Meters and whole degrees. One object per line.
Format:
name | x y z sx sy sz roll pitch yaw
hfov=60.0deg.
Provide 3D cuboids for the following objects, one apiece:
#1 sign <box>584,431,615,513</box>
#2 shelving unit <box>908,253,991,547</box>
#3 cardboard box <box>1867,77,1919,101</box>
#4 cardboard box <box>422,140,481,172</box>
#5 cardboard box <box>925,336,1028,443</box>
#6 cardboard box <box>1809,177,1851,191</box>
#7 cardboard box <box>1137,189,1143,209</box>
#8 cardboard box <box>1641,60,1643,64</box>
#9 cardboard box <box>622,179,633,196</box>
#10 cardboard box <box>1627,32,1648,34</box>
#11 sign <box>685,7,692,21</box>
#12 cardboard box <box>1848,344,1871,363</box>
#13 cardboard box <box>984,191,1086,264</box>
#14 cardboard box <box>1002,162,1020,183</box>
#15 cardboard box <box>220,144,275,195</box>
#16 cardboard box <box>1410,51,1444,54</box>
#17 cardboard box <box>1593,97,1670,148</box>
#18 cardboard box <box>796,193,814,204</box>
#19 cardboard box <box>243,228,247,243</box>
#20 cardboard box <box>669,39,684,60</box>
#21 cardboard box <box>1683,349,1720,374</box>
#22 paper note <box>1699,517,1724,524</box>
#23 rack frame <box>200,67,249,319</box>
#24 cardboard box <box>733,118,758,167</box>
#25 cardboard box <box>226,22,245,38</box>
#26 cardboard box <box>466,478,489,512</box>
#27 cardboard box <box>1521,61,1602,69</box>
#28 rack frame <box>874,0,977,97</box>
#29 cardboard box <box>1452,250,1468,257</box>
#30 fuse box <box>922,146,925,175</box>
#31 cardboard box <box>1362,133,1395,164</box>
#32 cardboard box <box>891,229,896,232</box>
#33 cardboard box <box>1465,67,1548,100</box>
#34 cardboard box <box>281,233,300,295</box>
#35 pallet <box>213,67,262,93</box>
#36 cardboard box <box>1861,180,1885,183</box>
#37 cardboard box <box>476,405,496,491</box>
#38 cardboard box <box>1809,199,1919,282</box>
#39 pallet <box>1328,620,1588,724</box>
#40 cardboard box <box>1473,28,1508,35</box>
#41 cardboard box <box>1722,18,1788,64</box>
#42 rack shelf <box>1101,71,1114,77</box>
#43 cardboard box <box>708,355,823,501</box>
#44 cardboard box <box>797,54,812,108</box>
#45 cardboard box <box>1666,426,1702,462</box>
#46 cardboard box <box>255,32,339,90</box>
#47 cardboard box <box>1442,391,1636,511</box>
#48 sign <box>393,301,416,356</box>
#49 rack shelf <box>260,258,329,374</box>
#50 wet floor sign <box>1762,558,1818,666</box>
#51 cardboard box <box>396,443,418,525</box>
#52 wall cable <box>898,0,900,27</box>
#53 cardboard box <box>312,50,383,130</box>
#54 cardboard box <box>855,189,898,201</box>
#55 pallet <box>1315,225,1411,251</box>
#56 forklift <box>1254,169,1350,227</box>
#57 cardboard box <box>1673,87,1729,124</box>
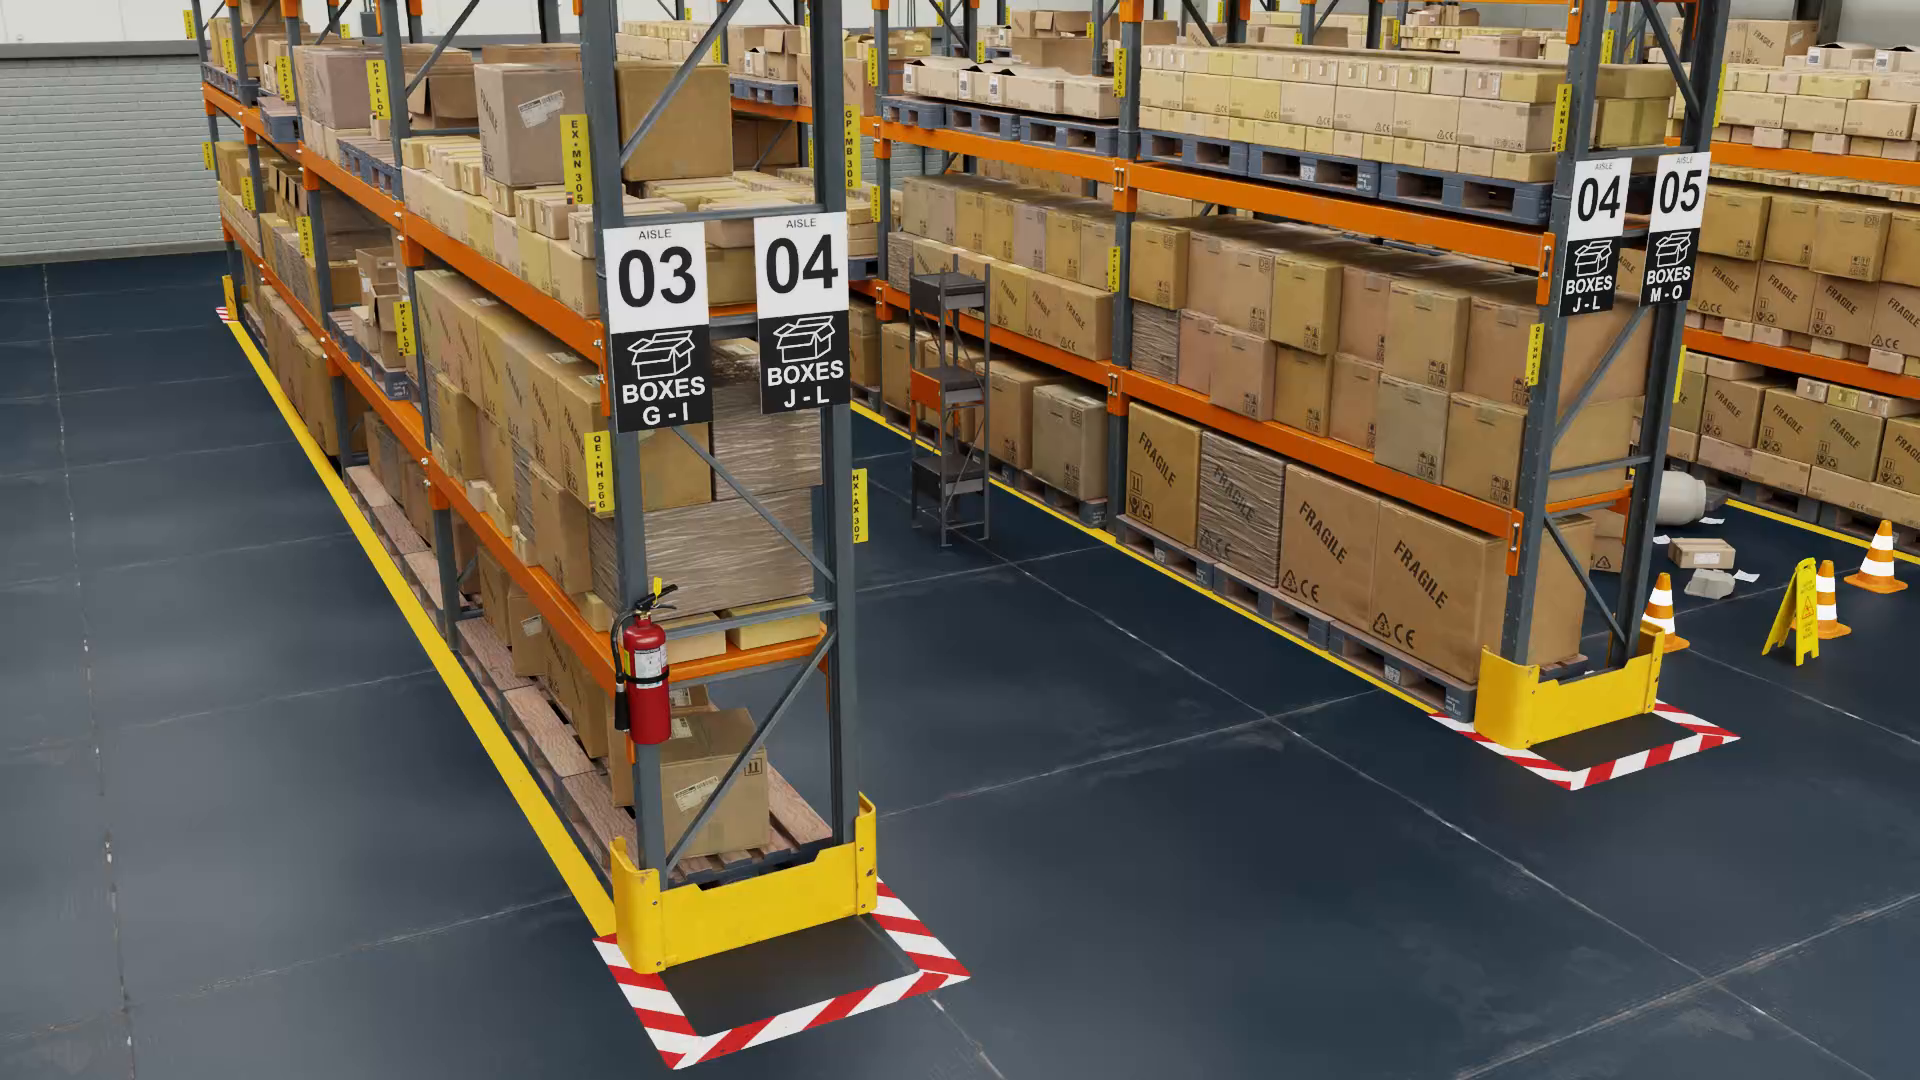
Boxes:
sign | -1.419 -0.267 6.547 0.100 0.325 0.005 -10 21 -27
shelving unit | -0.079 -1.040 12.427 0.431 2.100 0.503 -10 21 -27
cardboard box | 6.868 -3.295 12.145 0.380 0.149 0.250 -11 22 -28
cardboard box | -2.751 -2.128 9.219 0.380 0.149 0.250 -11 22 -29
cardboard box | 0.322 -1.382 14.844 1.050 0.750 0.750 -10 21 -26
cardboard box | 9.391 -3.811 17.929 0.380 0.149 0.250 -11 22 -28
cardboard box | 2.326 -4.244 20.562 0.500 0.250 0.500 -11 22 -28
cardboard box | 7.911 -5.709 20.209 0.500 0.250 0.500 -11 22 -28
cardboard box | -1.436 -1.680 7.921 0.380 0.149 0.250 -11 22 -29
cardboard box | 8.342 -6.154 20.432 0.380 0.149 0.250 -10 21 -26
sign | -3.608 -6.900 22.072 0.100 0.325 0.005 -10 21 -27
cardboard box | 6.967 -1.438 12.586 0.380 0.149 0.250 -10 21 -26
cardboard box | 0.628 -2.637 13.990 0.700 0.500 0.500 -10 22 -27
cardboard box | 0.921 -5.213 22.986 0.500 0.500 0.500 -9 21 -25
cardboard box | -8.039 -4.197 18.820 0.500 0.500 0.500 -11 22 -28
cardboard box | 4.443 -4.674 16.826 0.700 0.500 0.500 -10 21 -27
cardboard box | 3.489 -2.302 9.081 0.500 0.250 0.500 -10 21 -27
cardboard box | -1.424 -3.411 16.747 0.380 0.149 0.250 -10 21 -27
cardboard box | -7.541 -3.309 18.007 0.380 0.149 0.250 -10 21 -26
cardboard box | -3.137 -5.811 19.739 0.500 0.250 0.500 -9 21 -24
cardboard box | 6.196 -1.490 13.779 0.380 0.149 0.250 -9 21 -25
paper note | 5.895 -0.155 13.033 0.148 0.019 0.142 16 25 39
rack frame | -8.519 -4.244 20.331 1.000 3.000 0.127 -10 21 -27
cardboard box | -2.667 -4.588 19.188 0.500 0.500 0.500 -11 22 -29
cardboard box | -7.295 -5.177 17.487 0.700 0.500 0.500 -9 21 -24
cardboard box | -2.523 -0.282 9.236 0.380 0.149 0.250 -10 21 -27
cardboard box | 3.374 -2.602 9.342 0.380 0.149 0.250 -10 22 -27
rack frame | -0.307 -5.522 14.840 1.000 3.000 0.127 -10 21 -27
cardboard box | 4.942 -2.814 15.928 0.380 0.149 0.250 -10 21 -27
fuse box | -0.577 -7.068 30.492 0.539 1.711 0.414 -10 21 -27
cardboard box | 2.553 -2.270 9.601 0.380 0.149 0.250 -10 22 -27
cardboard box | -0.469 -3.003 16.477 0.380 0.149 0.250 -9 21 -24
cardboard box | 2.916 -2.428 8.836 0.380 0.149 0.250 -10 21 -26
cardboard box | -5.894 -2.537 15.230 0.500 0.500 0.500 -10 21 -26
pallet | -7.574 -5.058 18.228 1.003 0.211 1.213 -10 21 -27
cardboard box | 9.951 -3.819 17.952 0.380 0.149 0.250 -10 22 -27
cardboard box | -2.128 -0.571 9.079 0.875 0.500 0.500 -10 21 -27
cardboard box | 6.799 -2.236 12.370 0.700 0.500 0.500 -10 22 -27
pallet | 3.044 0.711 10.248 1.003 0.211 1.213 -10 21 -27
cardboard box | 6.897 -6.573 21.615 0.380 0.149 0.250 -10 21 -26
cardboard box | 8.825 -5.588 18.678 0.700 0.500 0.500 -10 22 -28
rack shelf | 1.153 -6.282 22.744 1.077 0.370 4.000 -10 21 -27
cardboard box | -0.942 -0.511 7.372 0.500 0.500 0.500 -10 21 -27
cardboard box | -1.284 -4.562 16.501 0.500 0.500 0.500 -10 21 -27
cardboard box | 6.207 -0.870 14.125 0.500 0.250 0.500 -9 21 -24
cardboard box | -6.335 -4.594 15.951 0.700 0.500 0.500 -9 21 -25
cardboard box | 3.276 -0.560 9.427 0.875 0.550 0.550 -10 21 -27
sign | -3.307 -1.259 9.907 0.100 0.325 0.005 -10 21 -27
rack shelf | -5.669 -2.181 15.457 1.077 0.370 4.000 -10 21 -27
wet floor sign | 5.249 0.425 10.411 0.267 0.644 0.232 -14 24 -36
cardboard box | -3.834 -0.465 12.539 0.700 0.500 0.500 -8 21 -22
wall cable | -2.083 -10.320 28.742 2.355 3.000 0.029 -10 21 -27
cardboard box | -4.240 -3.184 11.743 0.500 0.500 0.500 -11 22 -28
cardboard box | -0.853 -3.511 17.038 0.380 0.149 0.250 -9 21 -24
pallet | 4.434 -3.203 17.610 1.213 0.211 1.003 -10 21 -27
forklift | 3.426 -2.509 15.410 3.031 2.935 1.130 3 19 7
cardboard box | 6.122 -3.506 13.369 0.500 0.250 0.500 -10 21 -27
